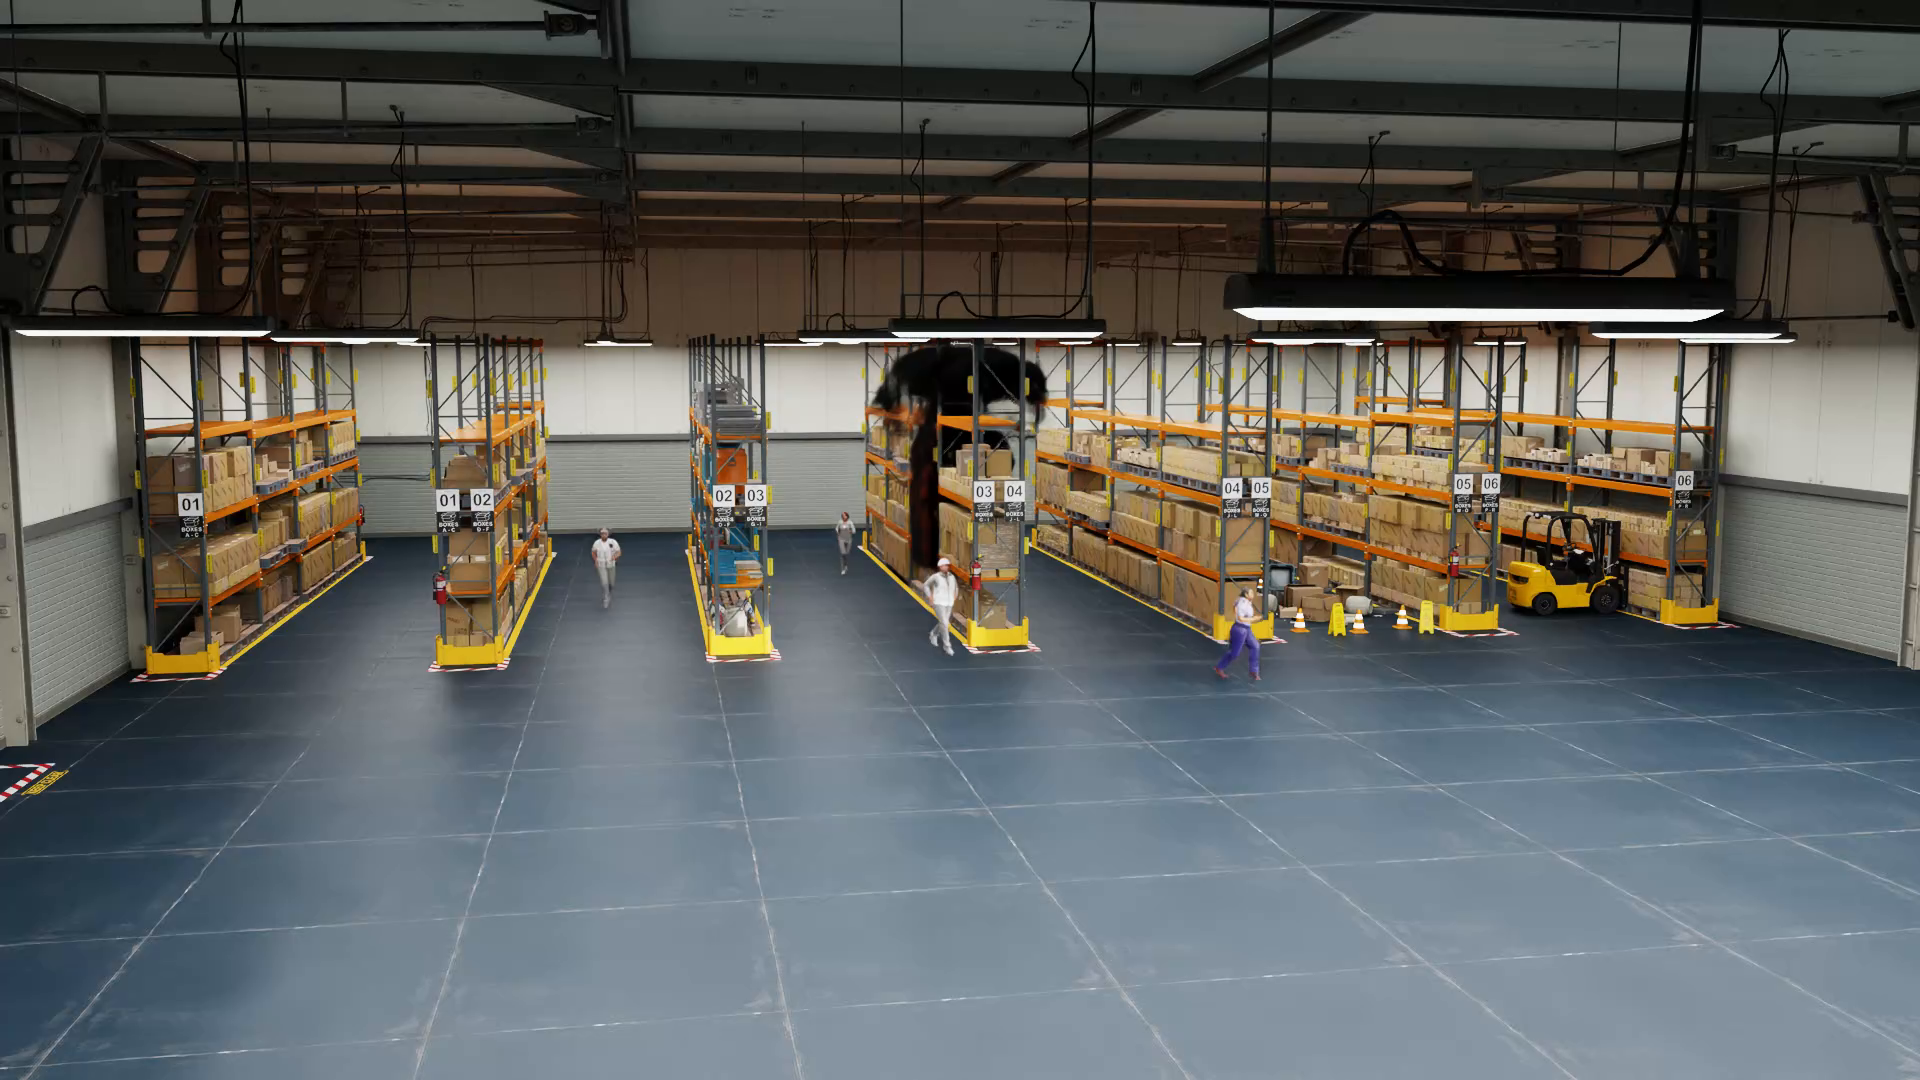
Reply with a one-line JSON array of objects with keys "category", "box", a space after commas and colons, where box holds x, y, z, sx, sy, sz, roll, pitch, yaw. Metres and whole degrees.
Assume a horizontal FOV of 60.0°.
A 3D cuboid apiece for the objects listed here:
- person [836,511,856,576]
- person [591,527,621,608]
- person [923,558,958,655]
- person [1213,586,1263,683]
[{"category": "person", "box": [-2.904, 0.085, 42.414, 0.508, 1.650, 0.716, -1, 7, -6]}, {"category": "person", "box": [-7.916, 0.594, 37.255, 0.654, 1.784, 0.786, -2, 7, -13]}, {"category": "person", "box": [-0.322, 1.231, 31.602, 0.671, 1.798, 0.910, -5, 8, -37]}, {"category": "person", "box": [4.817, 1.633, 28.762, 0.869, 1.694, 0.627, 3, 7, 22]}]
